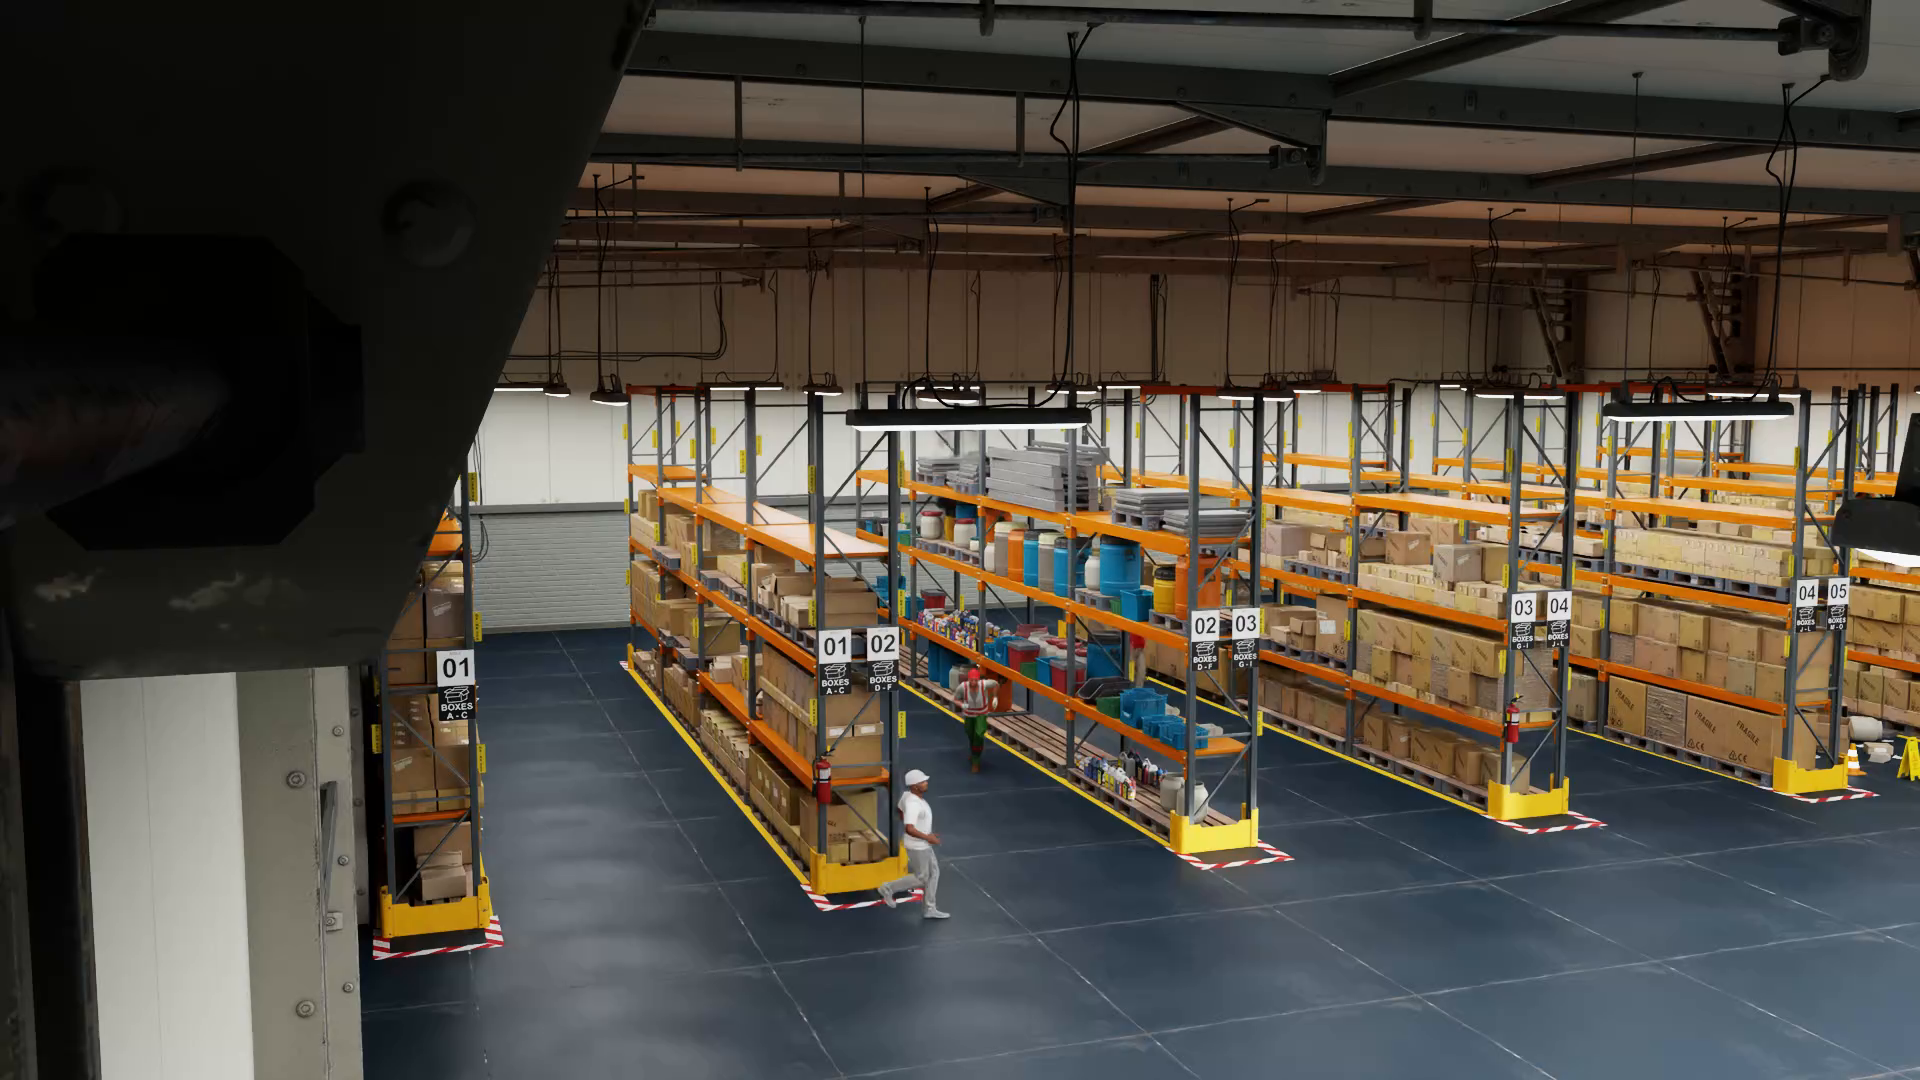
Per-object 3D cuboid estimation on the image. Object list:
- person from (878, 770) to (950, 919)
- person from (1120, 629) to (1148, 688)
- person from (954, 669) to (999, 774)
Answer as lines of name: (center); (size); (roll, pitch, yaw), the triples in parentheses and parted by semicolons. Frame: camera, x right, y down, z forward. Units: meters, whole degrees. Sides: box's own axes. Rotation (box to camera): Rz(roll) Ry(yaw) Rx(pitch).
person: (-0.530, 3.501, 19.117); (0.828, 1.748, 0.703); (0, 6, 1)
person: (3.340, 2.170, 32.145); (0.652, 1.709, 0.893); (-3, 6, -23)
person: (0.261, 2.817, 26.251); (0.707, 1.715, 1.017); (0, 6, 4)
